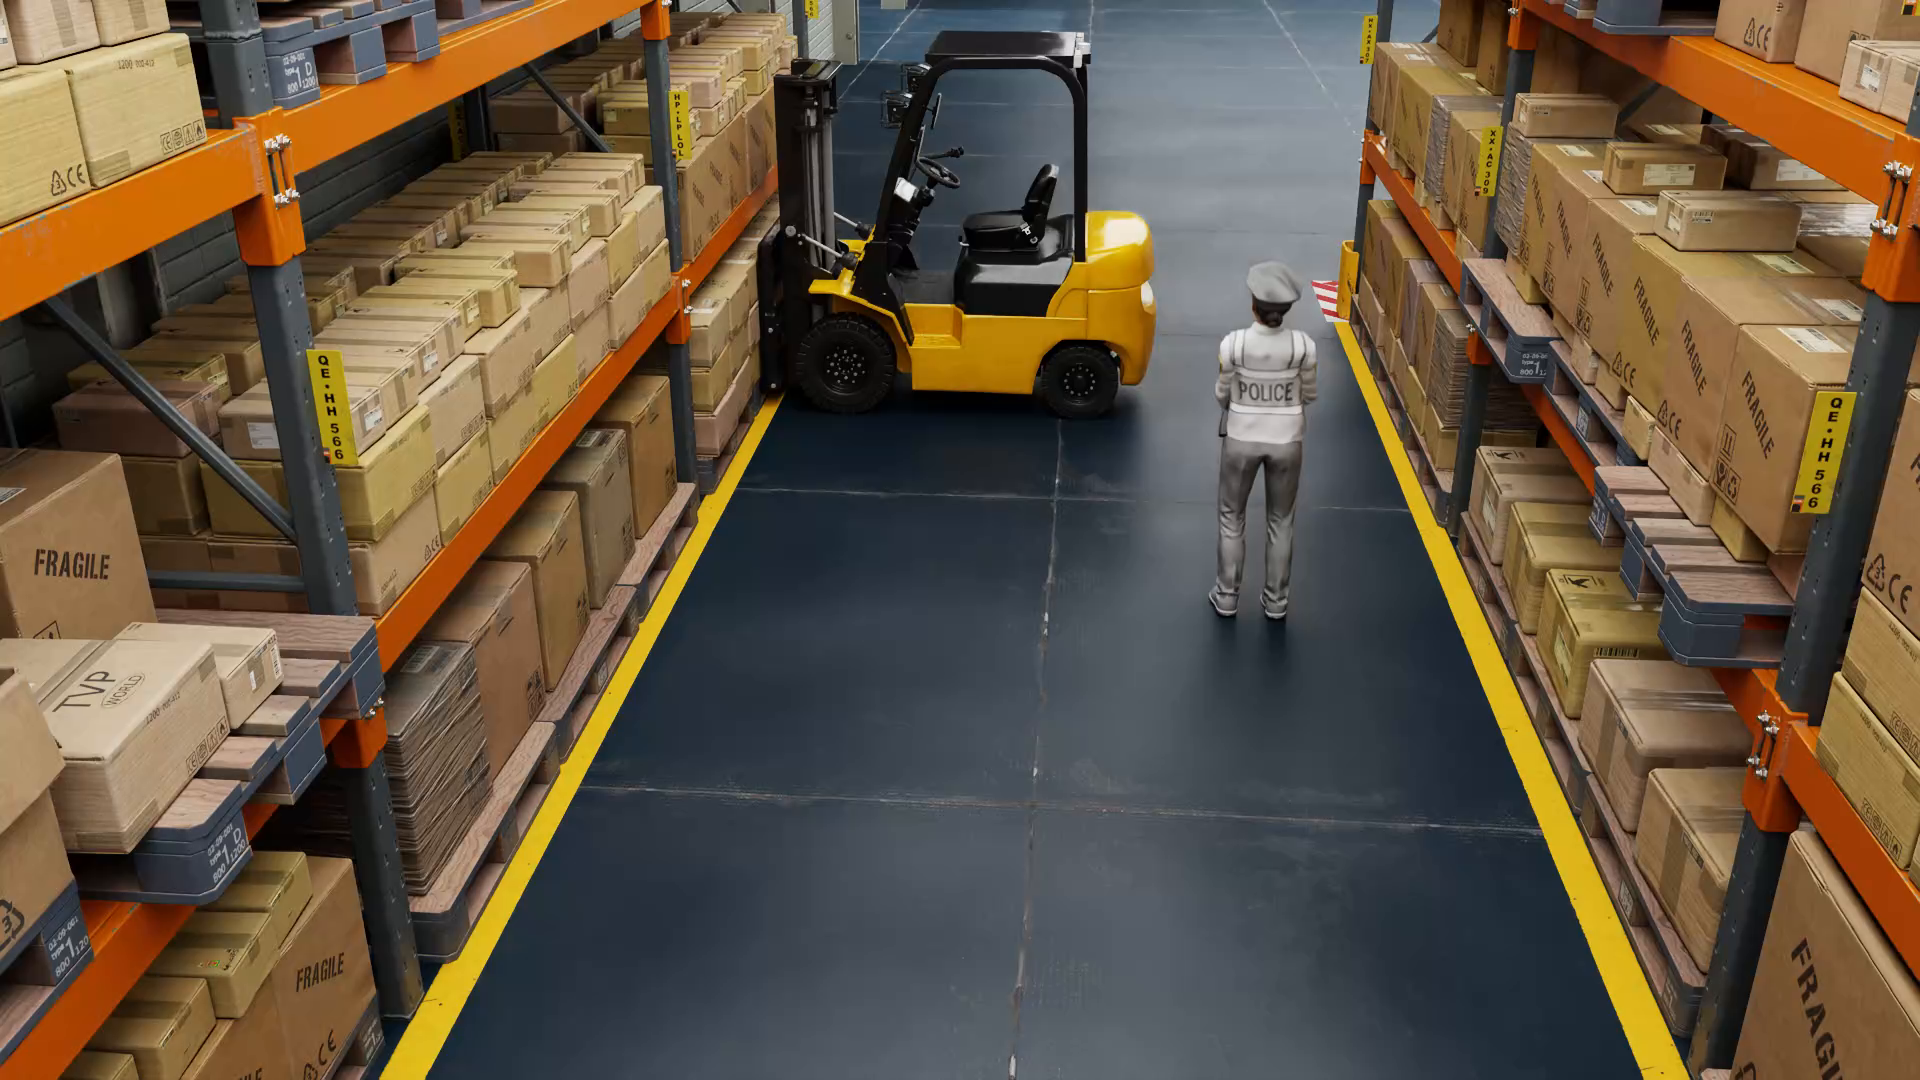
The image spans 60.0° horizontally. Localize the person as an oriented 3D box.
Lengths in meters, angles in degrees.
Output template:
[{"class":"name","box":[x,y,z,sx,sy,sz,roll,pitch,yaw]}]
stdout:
[{"class":"person","box":[1.376,-0.464,7.588,0.459,1.686,0.551,2,25,5]}]
